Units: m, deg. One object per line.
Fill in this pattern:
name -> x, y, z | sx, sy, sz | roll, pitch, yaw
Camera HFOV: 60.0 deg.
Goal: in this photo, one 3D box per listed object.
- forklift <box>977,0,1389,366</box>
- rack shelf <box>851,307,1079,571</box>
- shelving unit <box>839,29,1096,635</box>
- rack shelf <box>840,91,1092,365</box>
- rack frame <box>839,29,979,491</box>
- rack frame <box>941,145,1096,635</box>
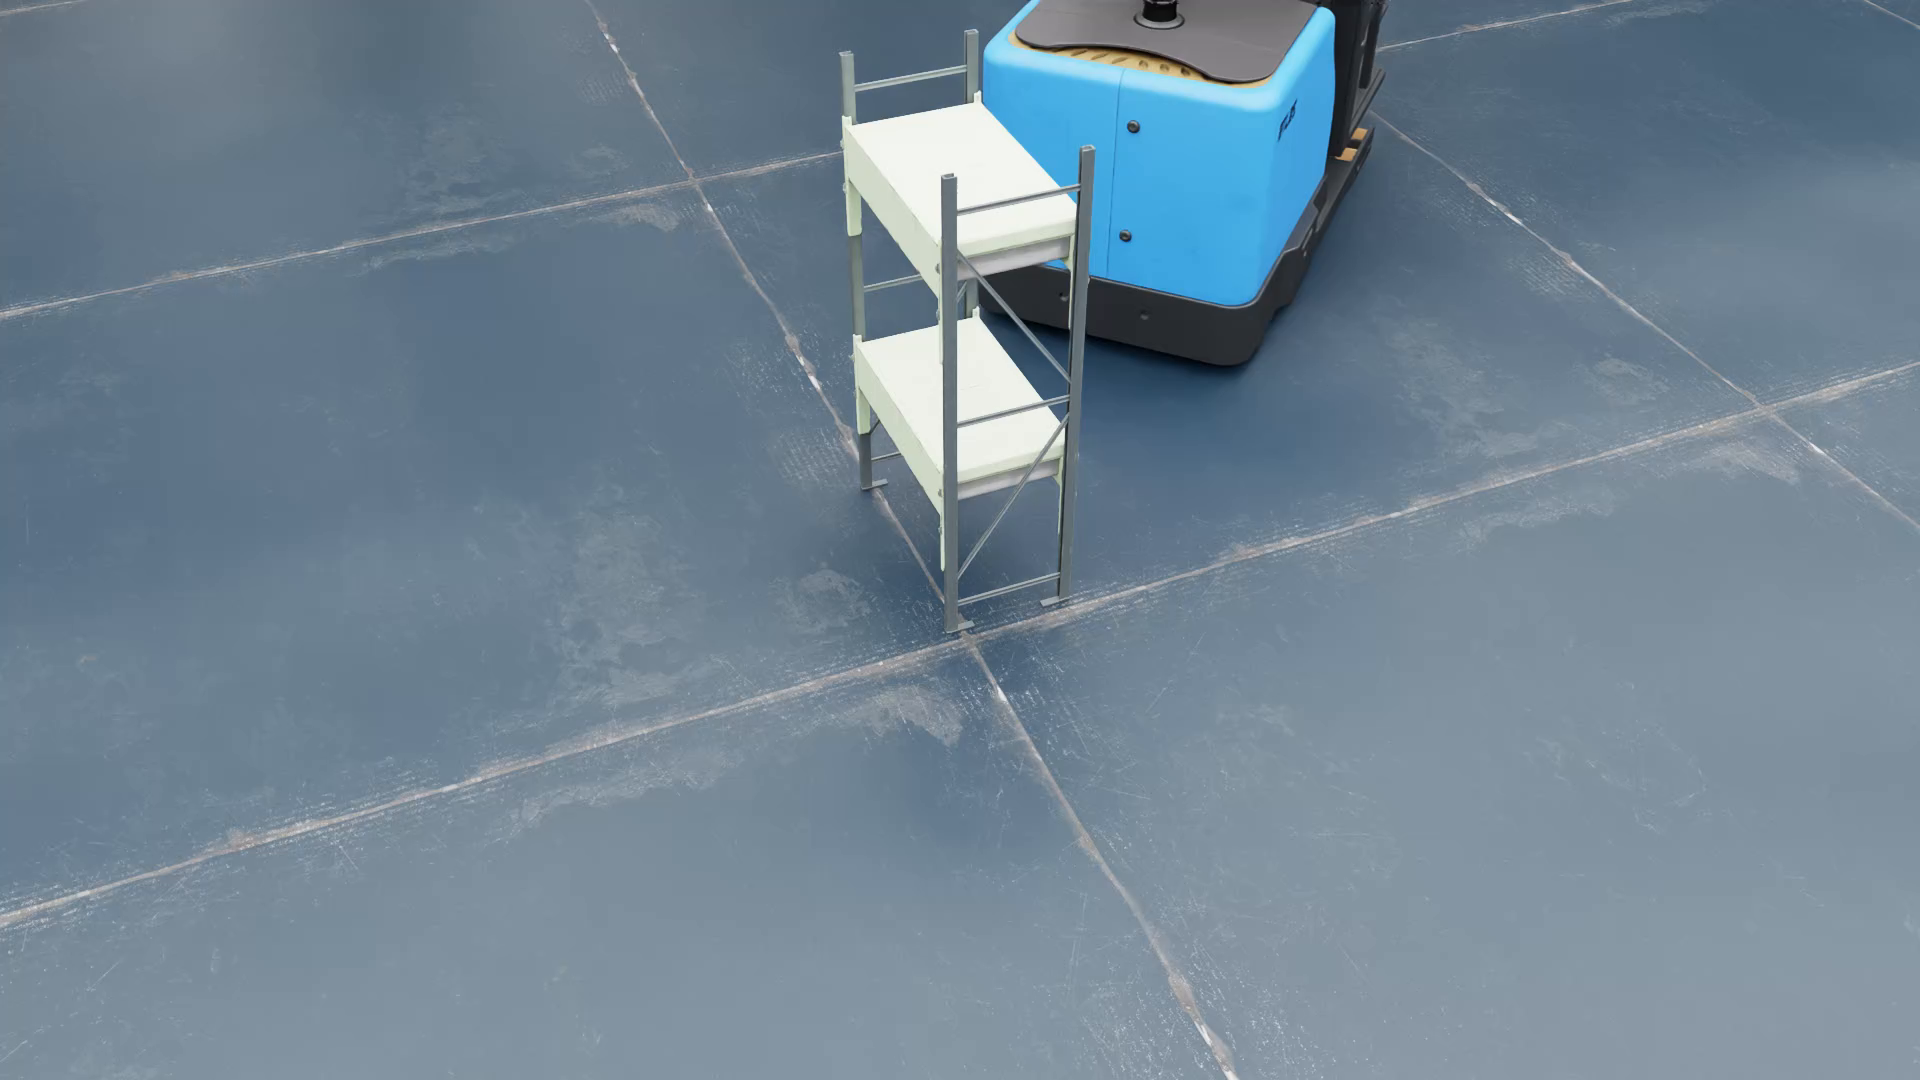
forklift -> 1.115, -2.689, 6.129 | 1.130, 2.935, 3.031 | 16, 43, 18
rack shelf -> 0.003, -0.317, 4.969 | 0.431, 0.370, 0.720 | -15, 43, -17
shelving unit -> 0.003, -0.565, 4.756 | 0.431, 1.500, 0.755 | -15, 43, -17
rack shelf -> 0.003, -0.861, 4.502 | 0.431, 0.370, 0.720 | -15, 43, -17
rack frame -> -0.137, -0.785, 5.013 | 0.400, 1.500, 0.023 | -15, 43, -17
rack frame -> 0.143, -0.344, 4.500 | 0.400, 1.500, 0.023 | -15, 43, -17
